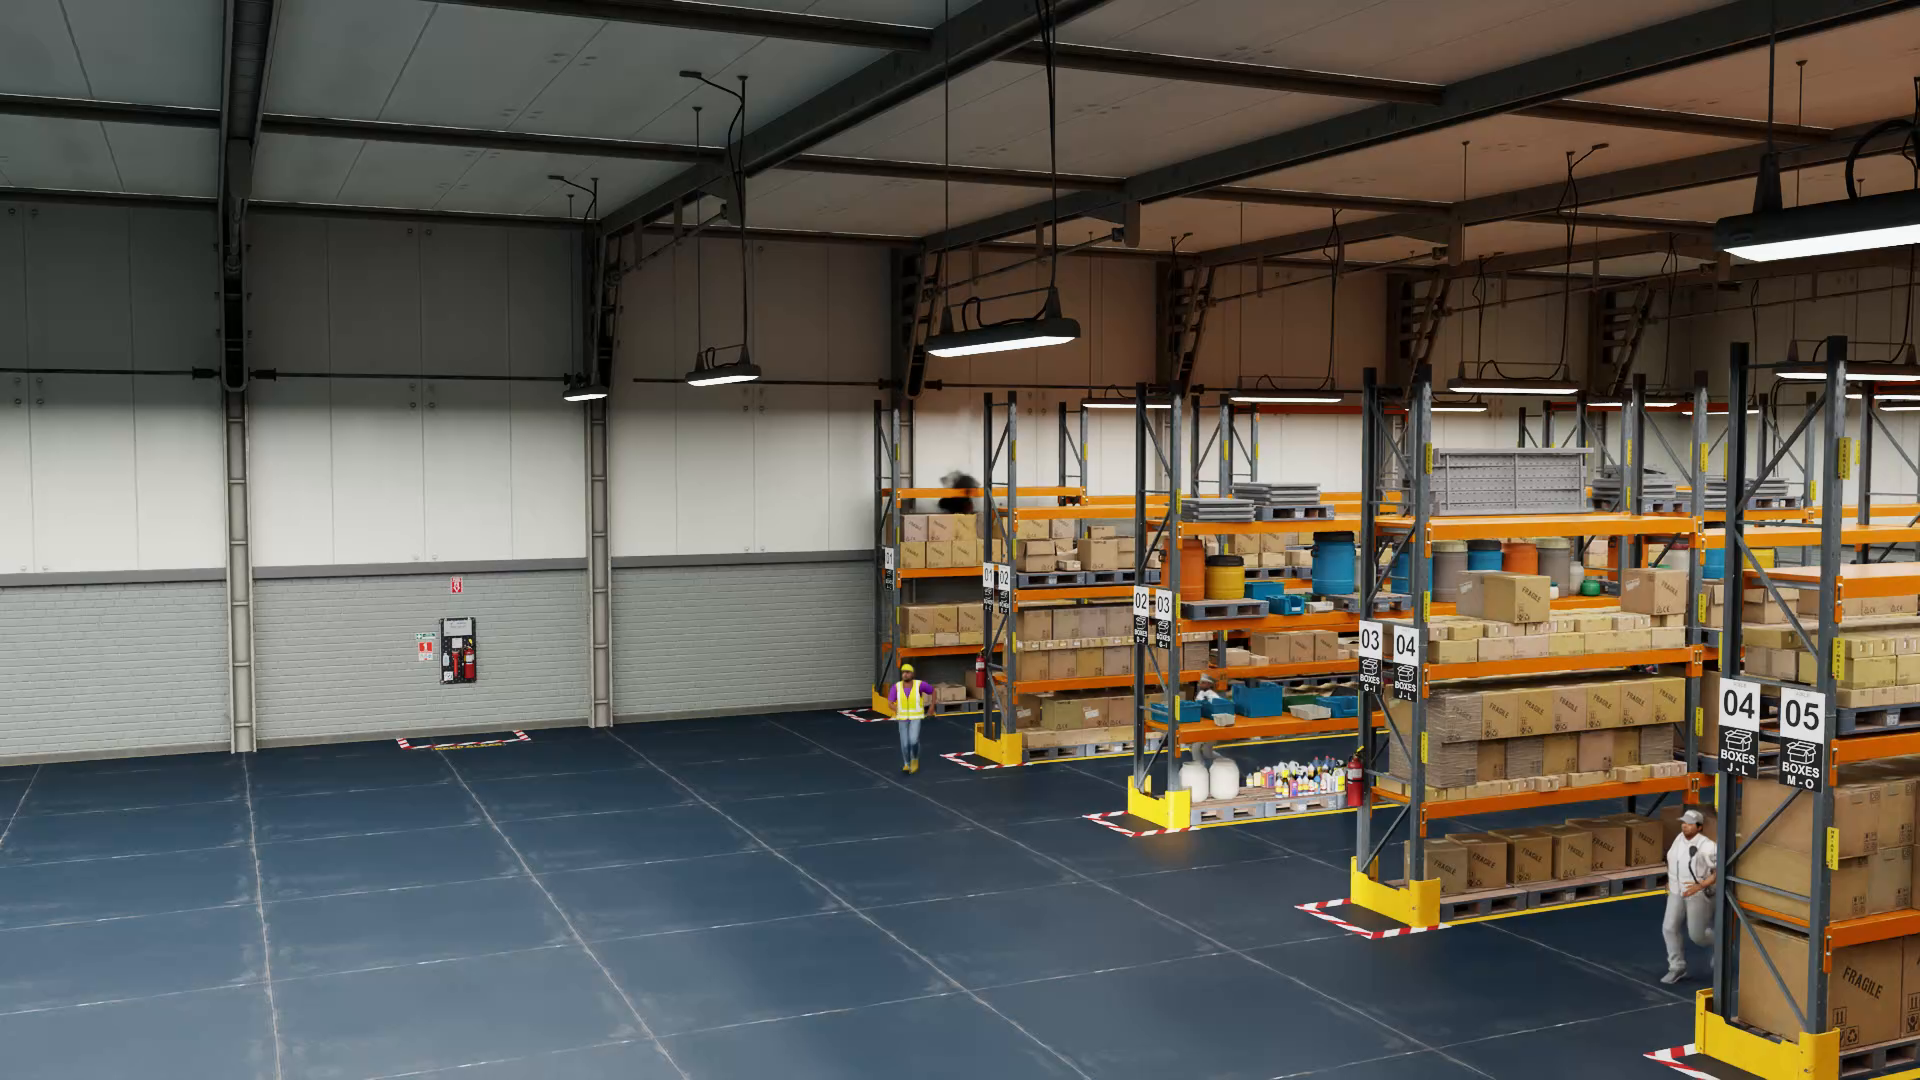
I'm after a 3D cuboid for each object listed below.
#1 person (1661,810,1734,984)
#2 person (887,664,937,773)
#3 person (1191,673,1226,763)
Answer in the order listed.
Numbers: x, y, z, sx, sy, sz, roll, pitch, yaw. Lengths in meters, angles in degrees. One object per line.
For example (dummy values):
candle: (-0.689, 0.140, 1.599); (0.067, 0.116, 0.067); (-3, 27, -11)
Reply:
person: (7.100, 3.427, 16.041); (0.793, 1.675, 0.614); (-2, 4, -27)
person: (-0.761, 2.769, 25.728); (0.719, 1.712, 0.815); (1, 3, 11)
person: (3.778, 2.858, 25.299); (0.727, 1.690, 0.585); (-2, 4, -30)
